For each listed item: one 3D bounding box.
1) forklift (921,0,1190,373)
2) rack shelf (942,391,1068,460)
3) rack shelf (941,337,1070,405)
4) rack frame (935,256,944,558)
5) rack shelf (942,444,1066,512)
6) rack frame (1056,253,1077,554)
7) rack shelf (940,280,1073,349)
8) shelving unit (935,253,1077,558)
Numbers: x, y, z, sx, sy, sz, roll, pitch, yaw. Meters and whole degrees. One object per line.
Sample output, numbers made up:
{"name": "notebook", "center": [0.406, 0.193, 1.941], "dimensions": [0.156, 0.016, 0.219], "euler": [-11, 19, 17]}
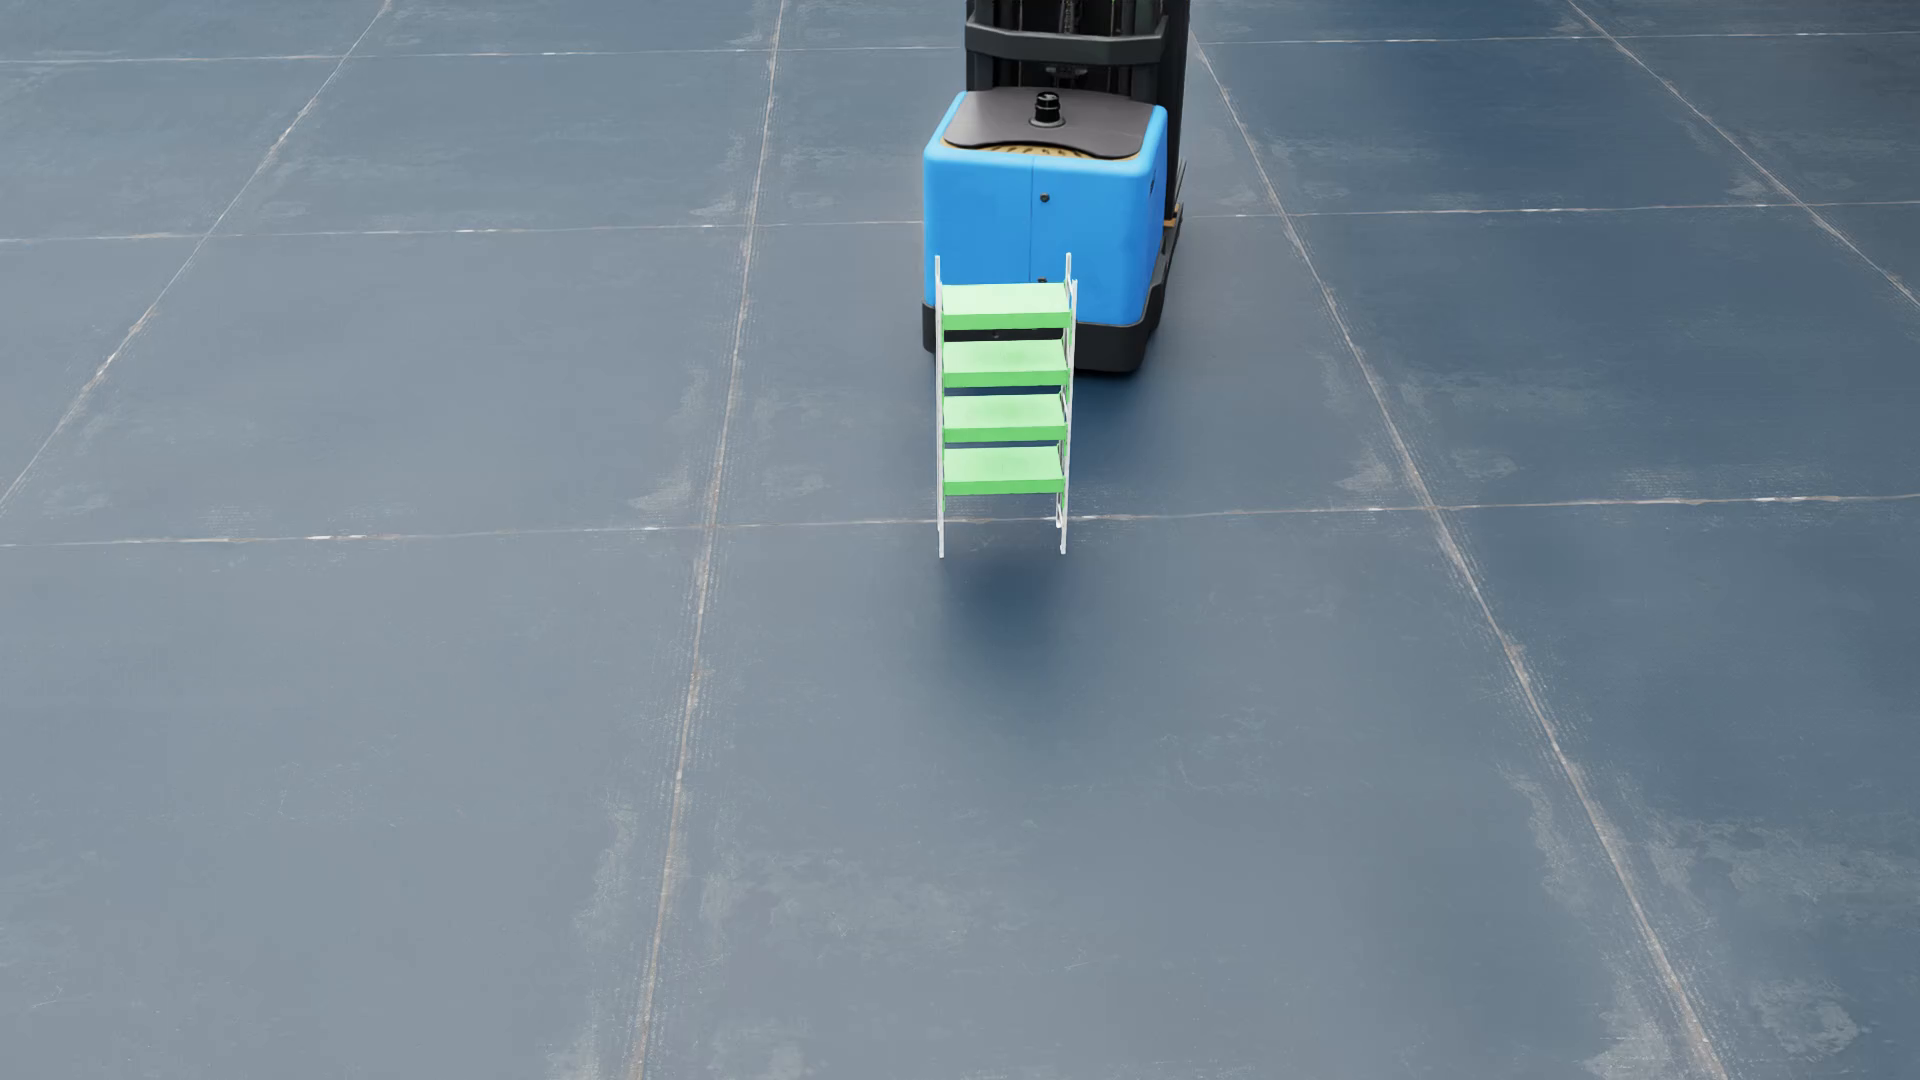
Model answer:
{"name": "forklift", "center": [0.621, -2.816, 8.243], "dimensions": [1.130, 2.935, 3.031], "euler": [7, 35, 10]}
{"name": "rack shelf", "center": [0.165, -0.445, 6.451], "dimensions": [0.480, 0.148, 0.258], "euler": [-2, 35, -2]}
{"name": "rack shelf", "center": [0.165, -0.643, 6.315], "dimensions": [0.480, 0.148, 0.258], "euler": [-2, 35, -2]}
{"name": "rack frame", "center": [-0.078, -0.491, 6.405], "dimensions": [0.015, 1.200, 0.240], "euler": [-2, 35, -2]}
{"name": "rack shelf", "center": [0.165, -0.248, 6.588], "dimensions": [0.480, 0.148, 0.258], "euler": [-2, 35, -2]}
{"name": "rack frame", "center": [0.409, -0.504, 6.424], "dimensions": [0.015, 1.200, 0.240], "euler": [-2, 35, -2]}
{"name": "rack shelf", "center": [0.165, -0.840, 6.178], "dimensions": [0.480, 0.148, 0.258], "euler": [-2, 35, -2]}
{"name": "shelving unit", "center": [0.165, -0.498, 6.415], "dimensions": [0.503, 1.200, 0.258], "euler": [-2, 35, -2]}
